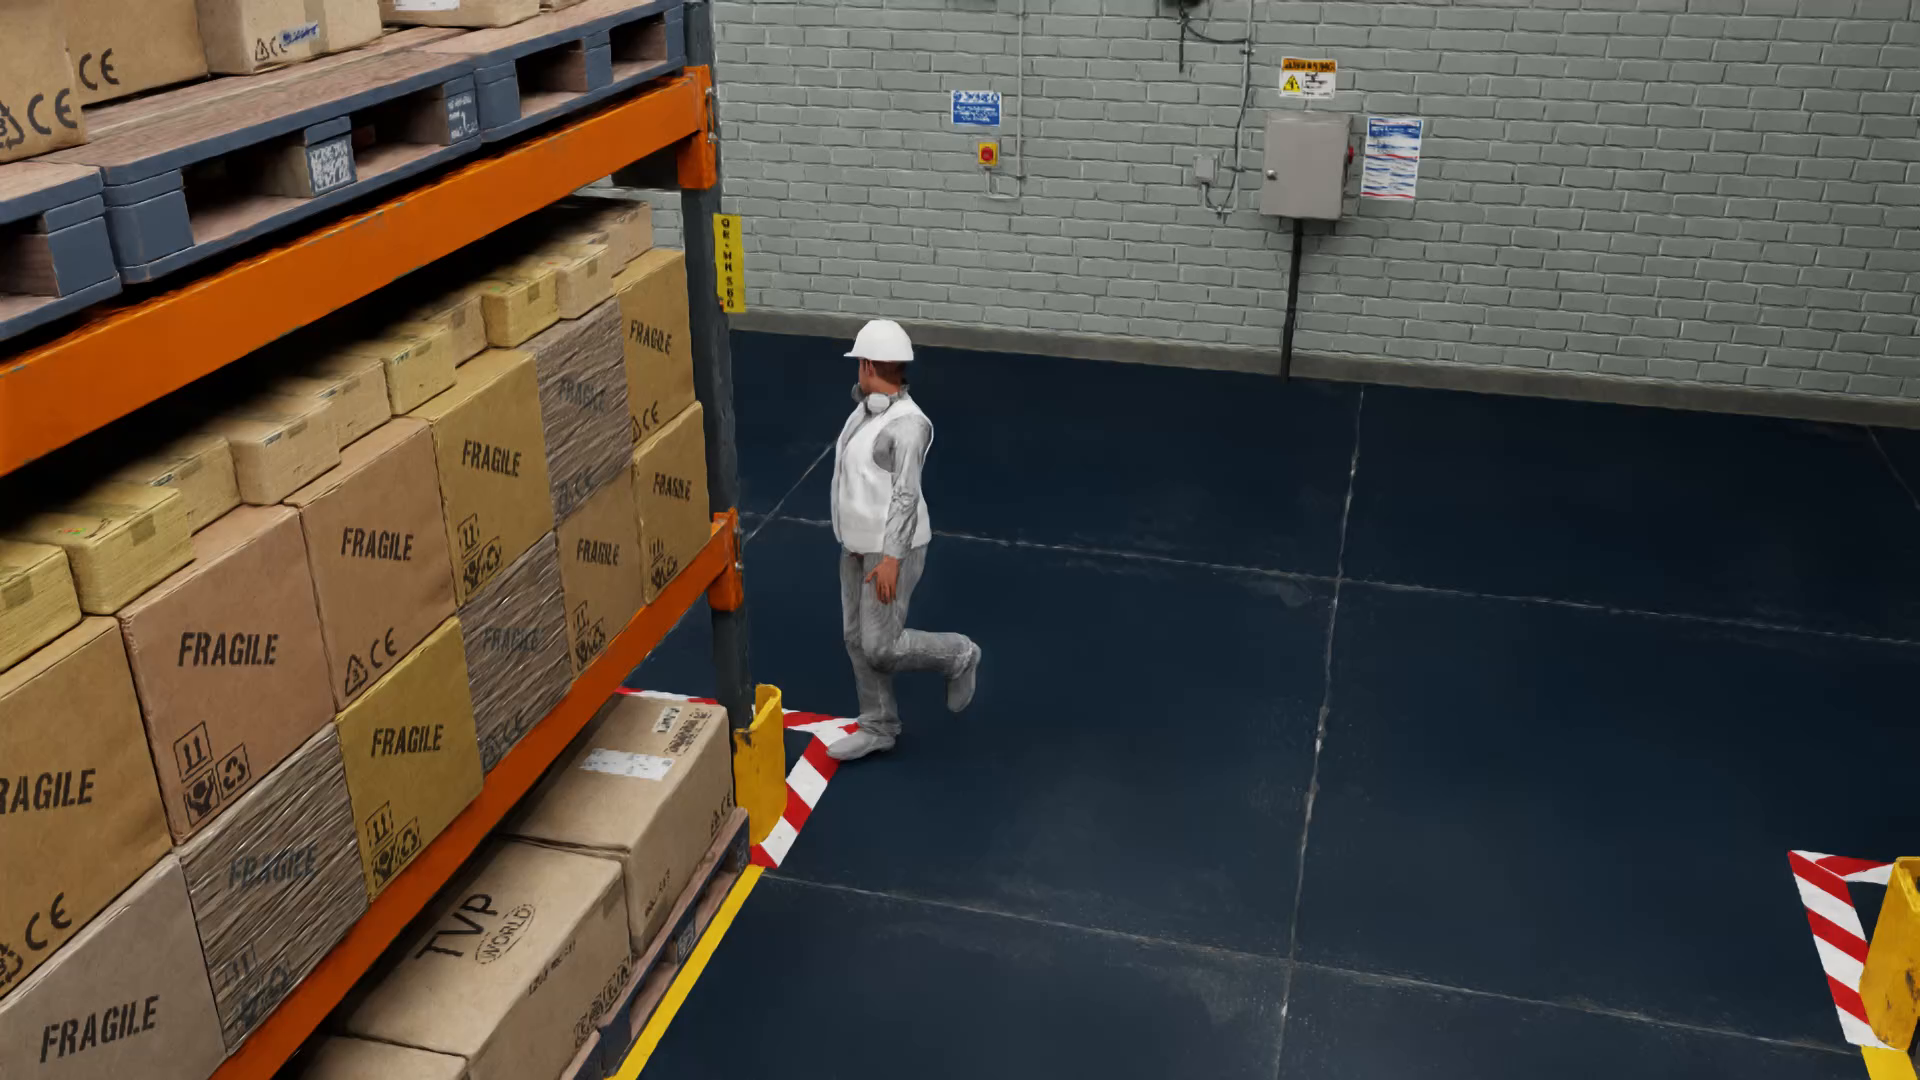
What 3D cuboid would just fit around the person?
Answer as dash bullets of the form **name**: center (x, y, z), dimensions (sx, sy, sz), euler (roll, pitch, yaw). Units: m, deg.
- **person**: center (-0.289, -0.005, 6.623), dimensions (0.690, 1.737, 0.595), euler (-12, 28, -24)
